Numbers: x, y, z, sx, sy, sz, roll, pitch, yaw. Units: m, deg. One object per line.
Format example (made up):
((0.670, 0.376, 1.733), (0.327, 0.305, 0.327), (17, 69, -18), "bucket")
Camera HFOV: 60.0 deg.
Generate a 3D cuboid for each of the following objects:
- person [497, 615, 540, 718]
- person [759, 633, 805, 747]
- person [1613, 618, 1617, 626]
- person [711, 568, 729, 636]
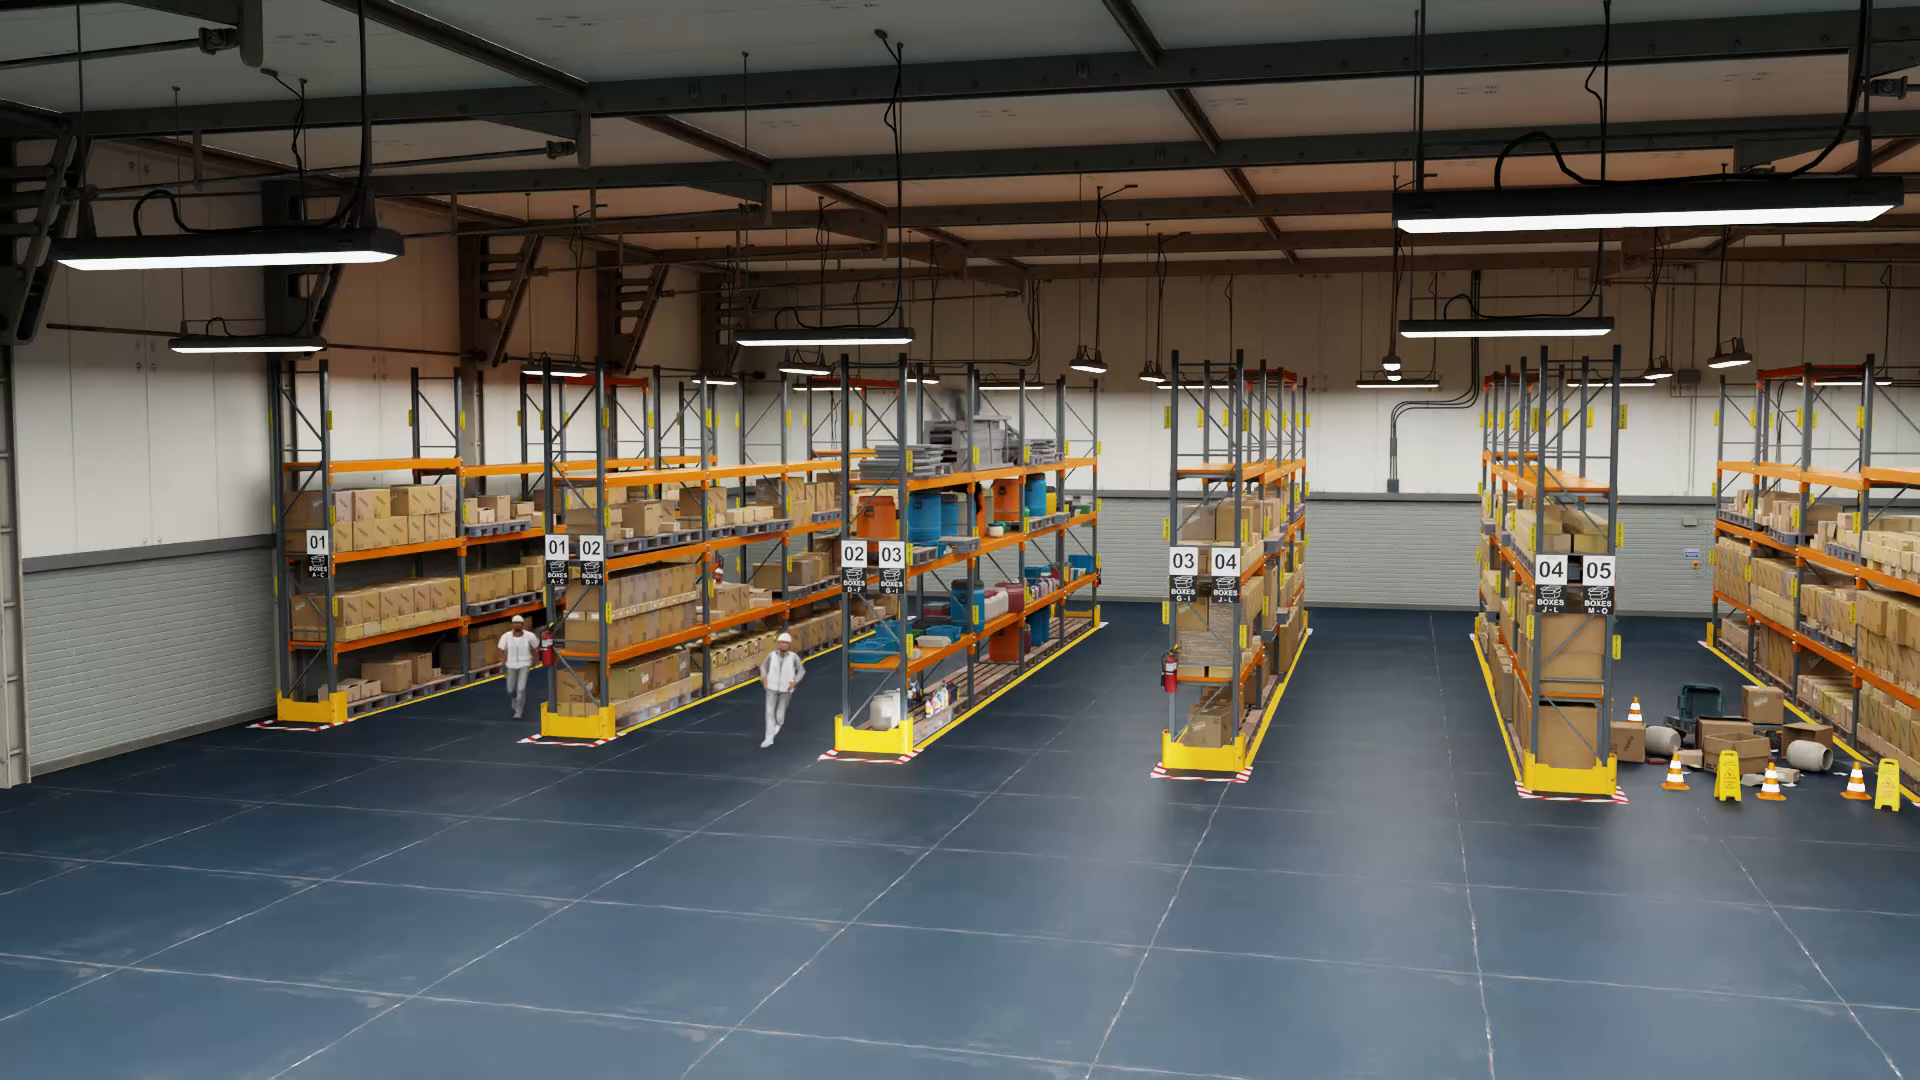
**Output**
((-7.443, 2.122, 28.055), (0.699, 1.728, 0.687), (-1, 4, -9), "person")
((-2.756, 2.294, 25.782), (0.713, 1.732, 0.756), (0, 4, 0), "person")
((14.791, 1.392, 38.576), (0.915, 1.722, 0.686), (1, 4, 12), "person")
((-5.201, 1.510, 35.890), (0.652, 1.805, 0.983), (1, 4, 15), "person")
